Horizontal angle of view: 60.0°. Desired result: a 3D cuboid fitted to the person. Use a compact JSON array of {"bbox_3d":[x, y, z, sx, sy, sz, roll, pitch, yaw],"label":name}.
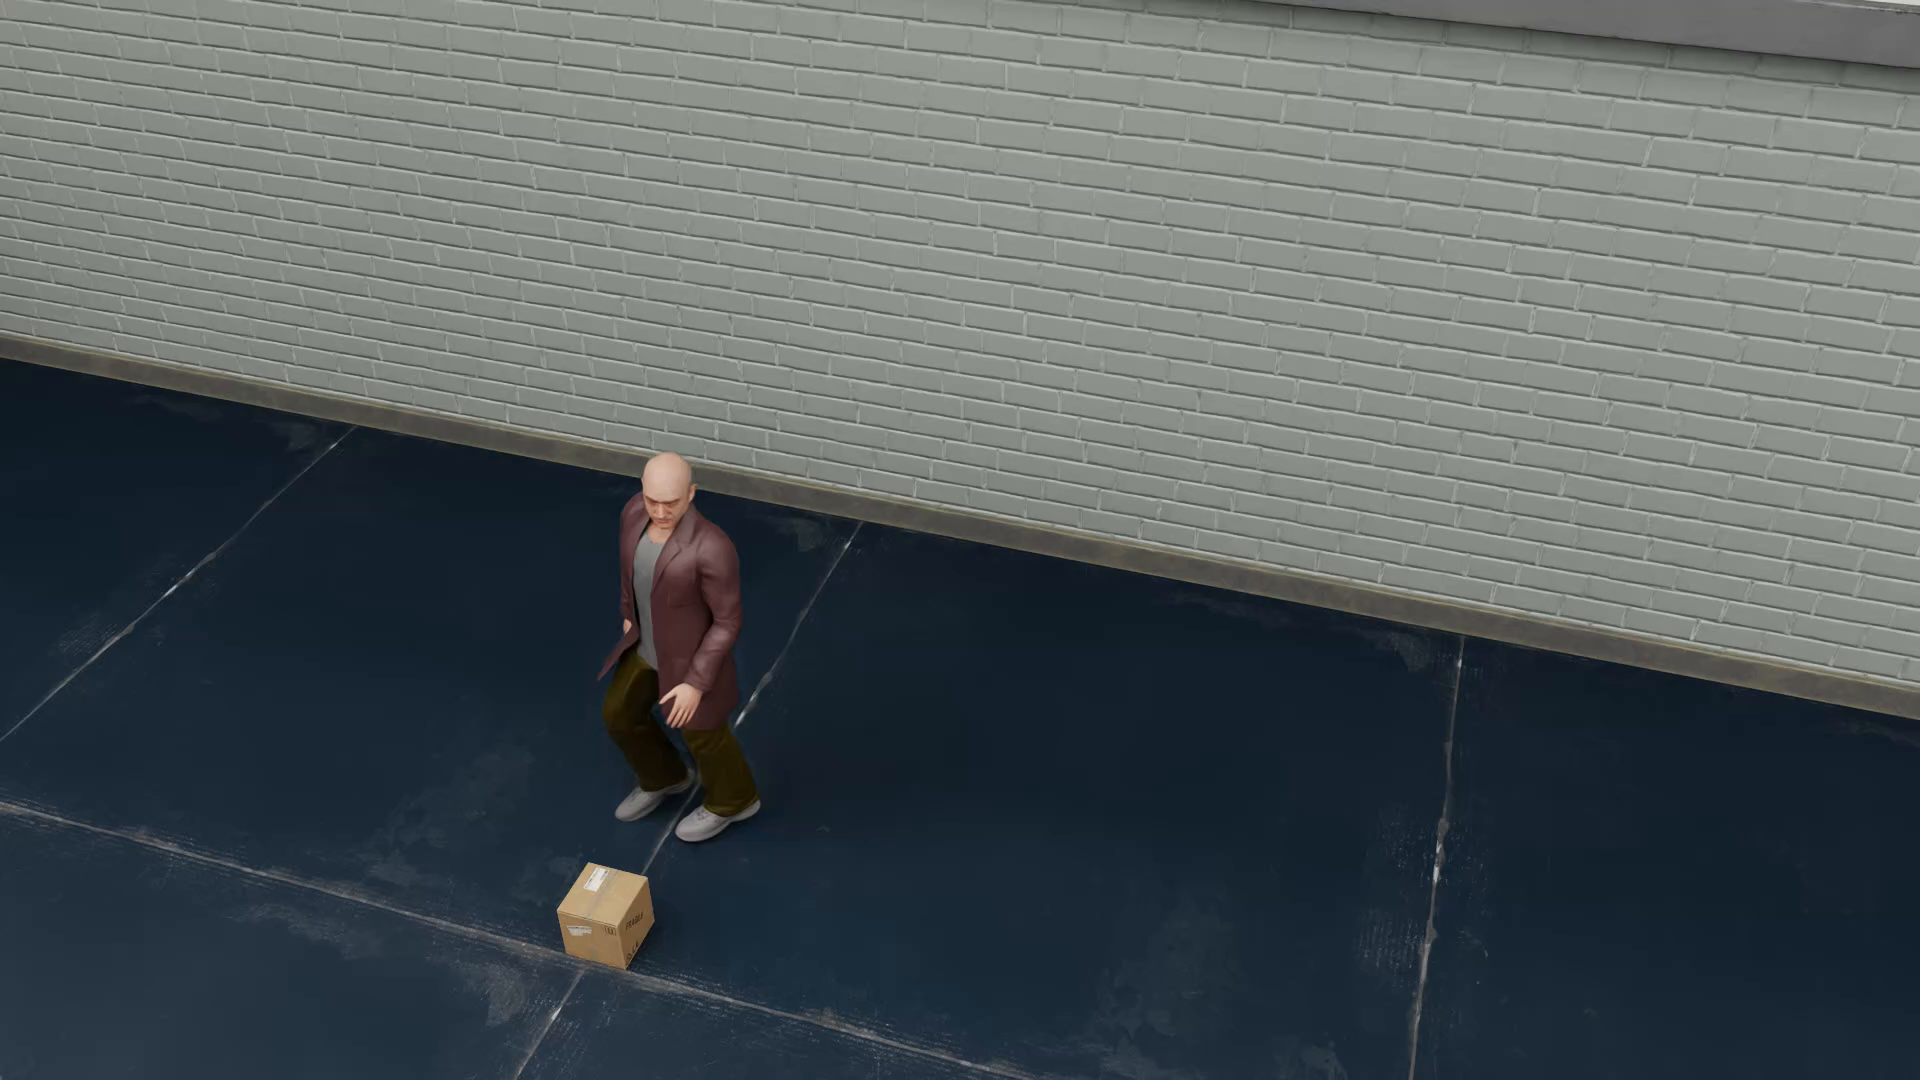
[{"bbox_3d":[-1.094,0.437,6.311,0.486,1.805,0.677,-29,45,-33],"label":"person"}]
